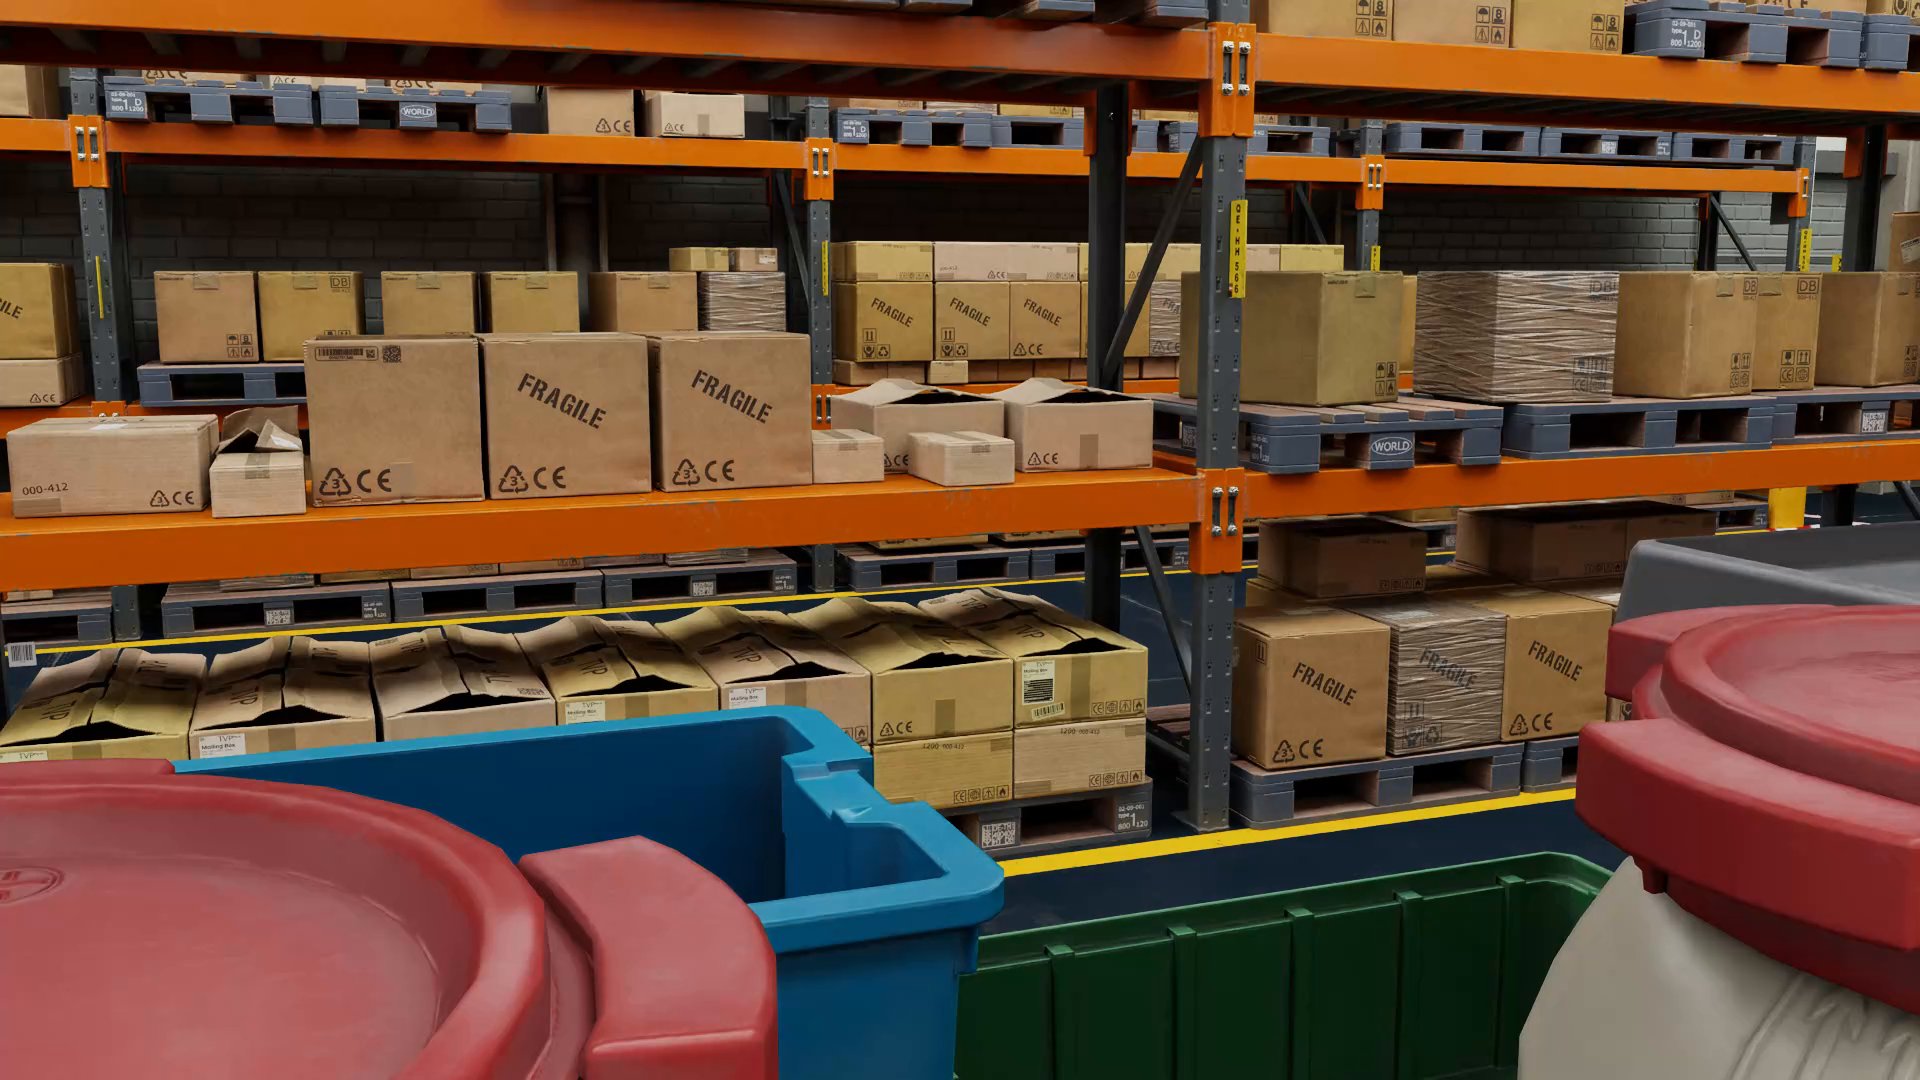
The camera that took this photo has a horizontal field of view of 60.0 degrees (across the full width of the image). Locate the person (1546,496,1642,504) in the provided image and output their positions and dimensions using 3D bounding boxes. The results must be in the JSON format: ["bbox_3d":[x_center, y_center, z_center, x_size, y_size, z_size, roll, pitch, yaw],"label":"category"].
[{"bbox_3d":[3.452,-0.258,9.001,0.958,1.633,0.446,-3,10,-20],"label":"person"}]
